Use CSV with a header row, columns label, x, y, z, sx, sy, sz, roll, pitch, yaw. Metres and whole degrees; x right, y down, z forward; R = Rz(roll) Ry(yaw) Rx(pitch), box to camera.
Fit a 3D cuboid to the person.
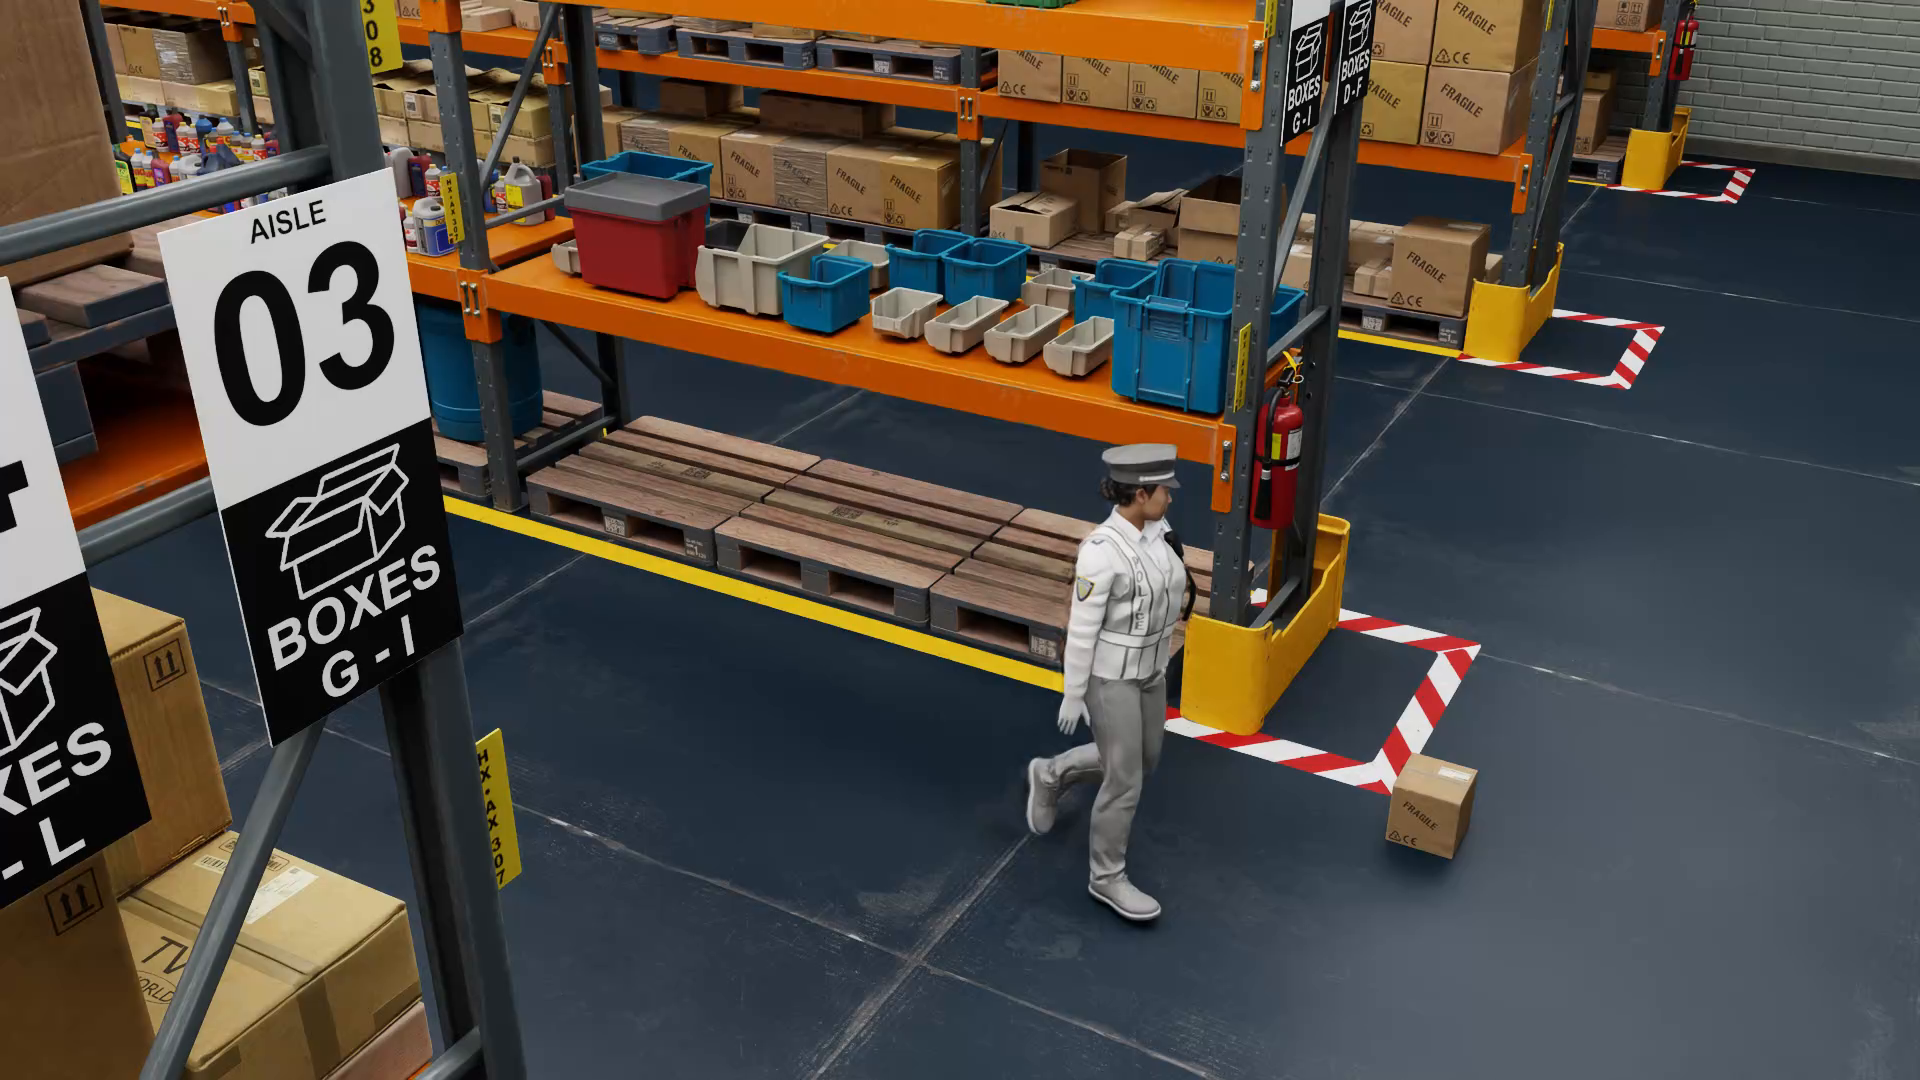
label,x,y,z,sx,sy,sz,roll,pitch,yaw
person,0.522,0.438,5.728,0.682,1.629,0.535,18,32,31
